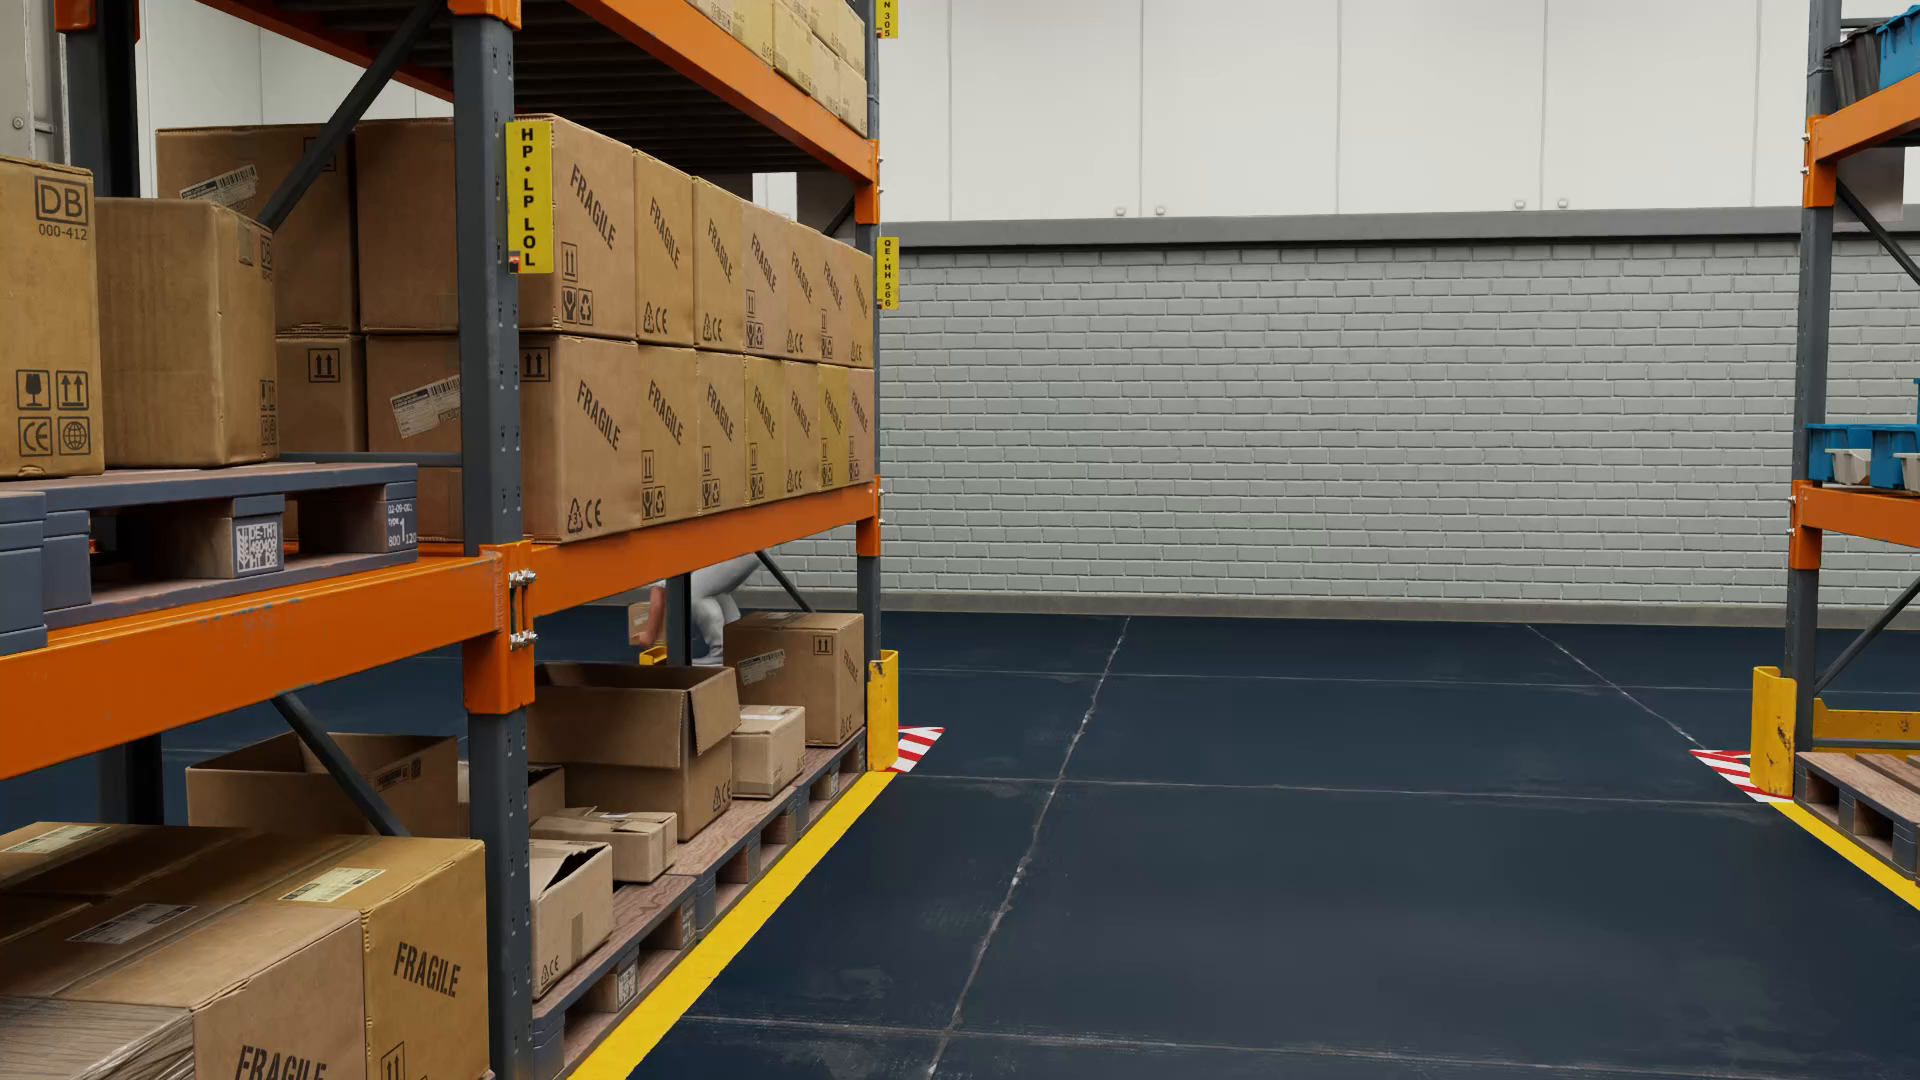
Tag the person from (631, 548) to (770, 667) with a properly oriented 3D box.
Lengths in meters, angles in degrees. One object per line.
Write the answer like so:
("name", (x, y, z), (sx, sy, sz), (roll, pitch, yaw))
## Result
("person", (-1.702, 0.281, 10.552), (1.036, 1.046, 0.509), (0, 4, 6))
